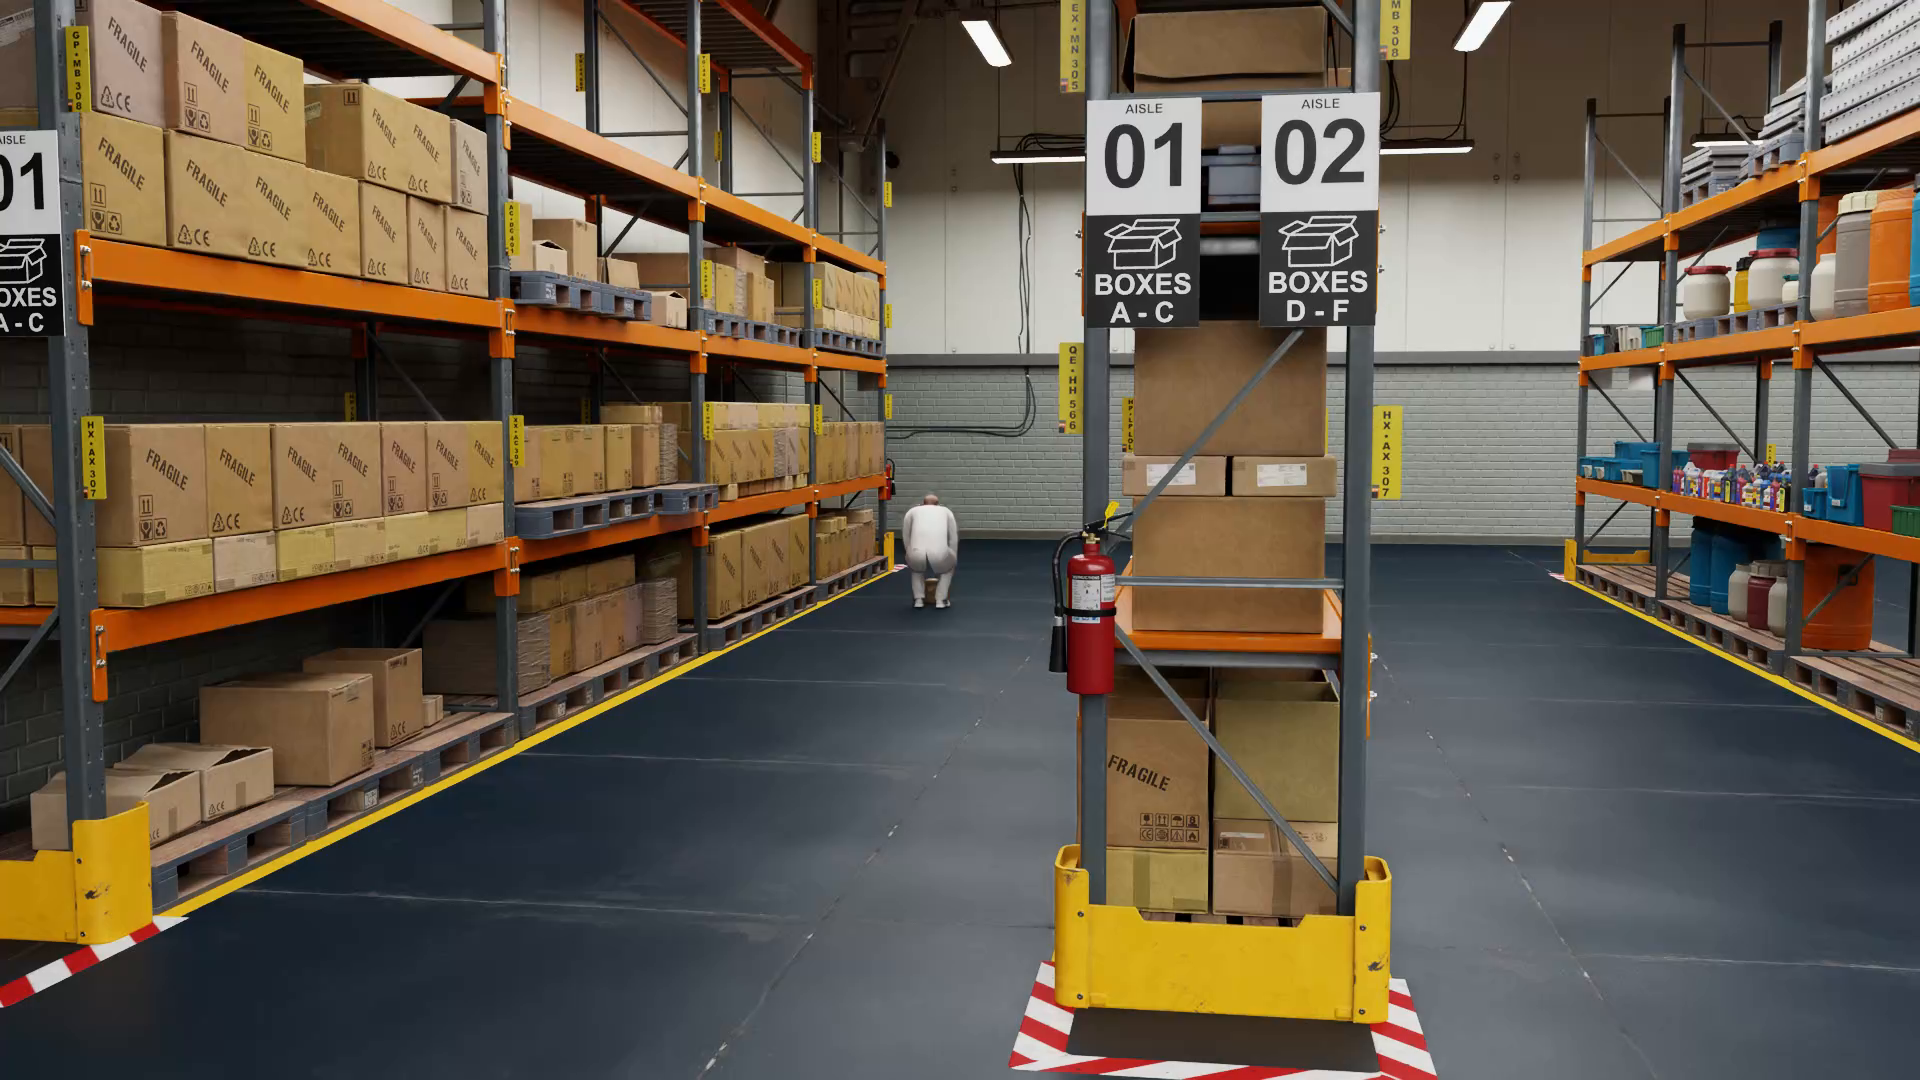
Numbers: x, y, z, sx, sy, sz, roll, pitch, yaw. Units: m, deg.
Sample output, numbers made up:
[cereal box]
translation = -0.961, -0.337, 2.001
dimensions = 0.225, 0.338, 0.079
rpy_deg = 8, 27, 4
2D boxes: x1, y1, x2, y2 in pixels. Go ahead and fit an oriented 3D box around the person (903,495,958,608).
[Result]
[person]
translation = -0.341, 0.132, 18.204
dimensions = 0.628, 1.196, 0.814
rpy_deg = 1, 4, 9
